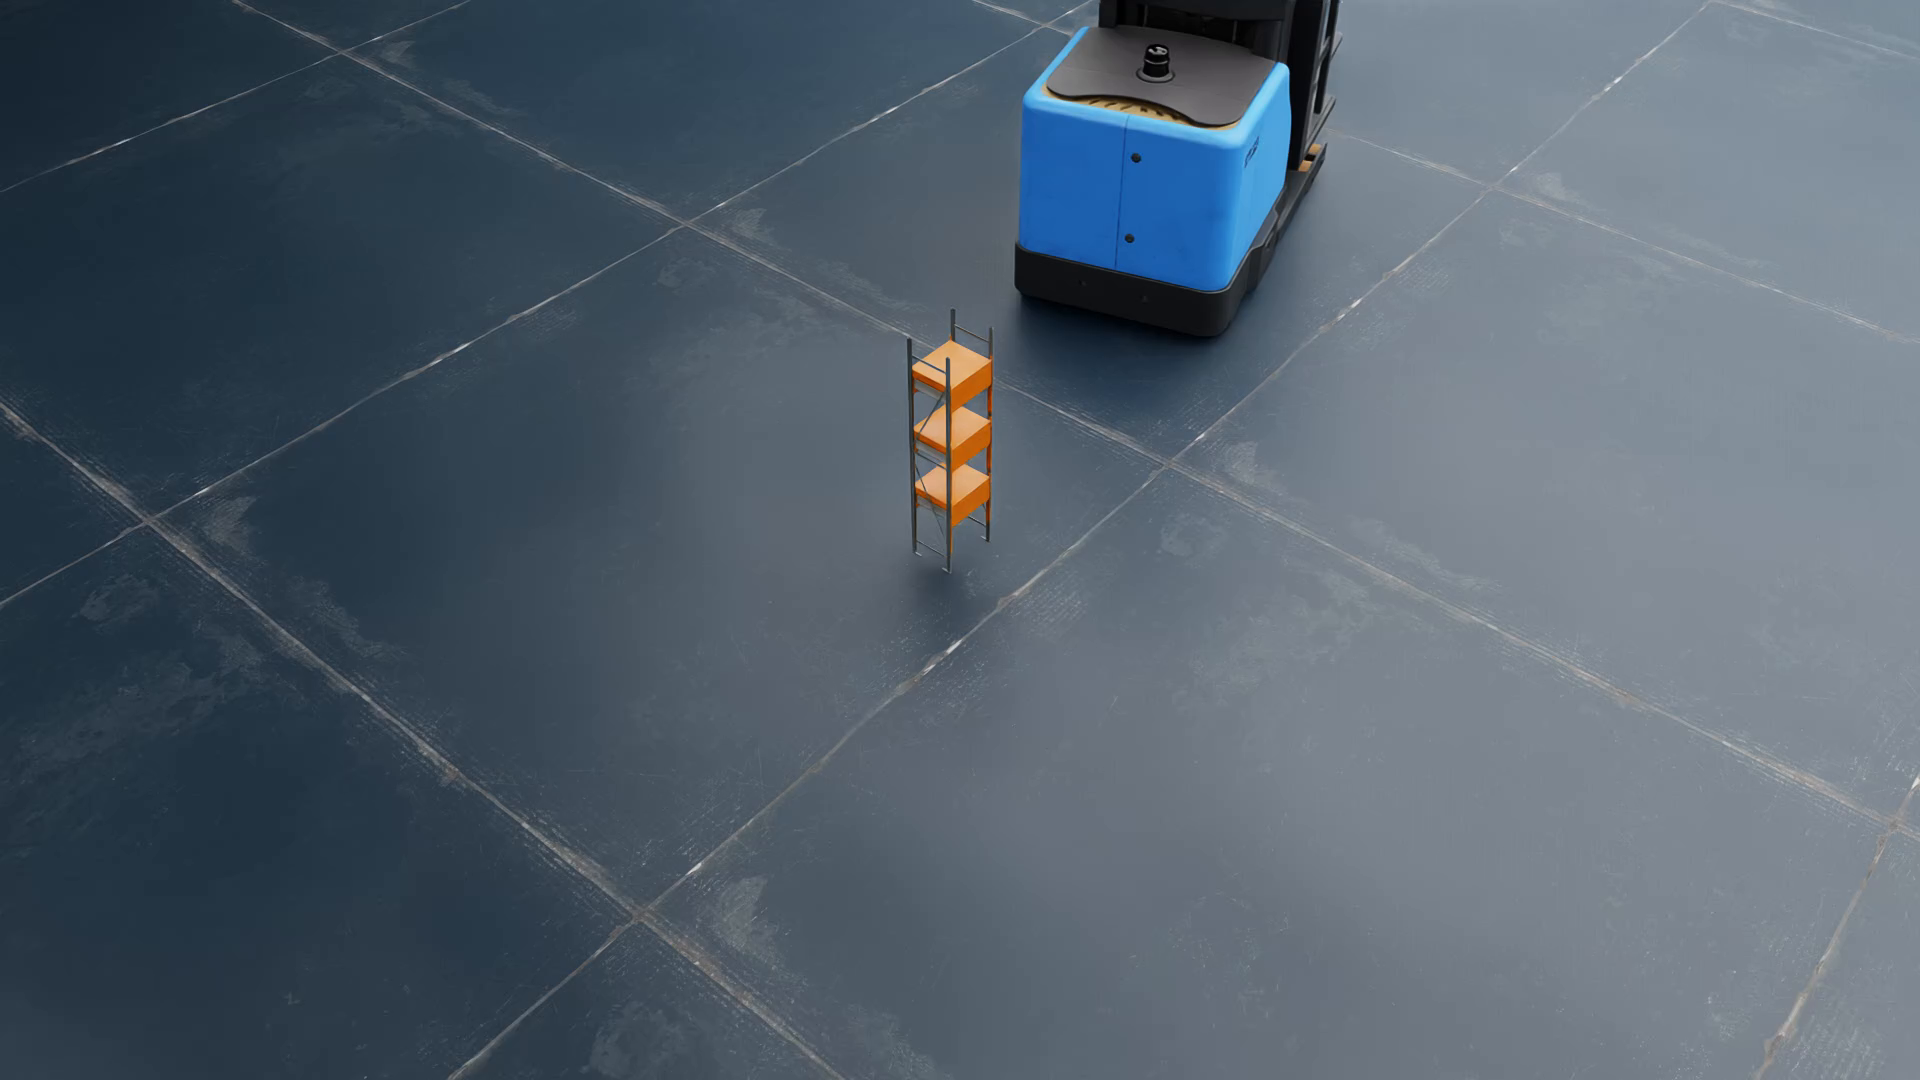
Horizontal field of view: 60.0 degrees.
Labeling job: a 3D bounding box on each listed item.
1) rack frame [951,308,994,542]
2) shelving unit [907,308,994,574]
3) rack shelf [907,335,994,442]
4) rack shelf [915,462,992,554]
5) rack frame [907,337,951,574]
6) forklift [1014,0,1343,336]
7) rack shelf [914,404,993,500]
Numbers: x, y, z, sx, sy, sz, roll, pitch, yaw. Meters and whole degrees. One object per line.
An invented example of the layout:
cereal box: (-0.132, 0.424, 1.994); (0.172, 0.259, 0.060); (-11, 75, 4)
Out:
rack frame: (0.044, -0.424, 6.436); (0.200, 1.050, 0.008); (29, 50, 28)
shelving unit: (-0.034, -0.361, 6.367); (0.215, 1.050, 0.252); (29, 50, 28)
rack shelf: (-0.034, -0.563, 6.183); (0.215, 0.259, 0.240); (29, 50, 28)
rack shelf: (-0.034, -0.147, 6.561); (0.215, 0.259, 0.240); (29, 50, 28)
rack frame: (-0.113, -0.298, 6.297); (0.200, 1.050, 0.008); (29, 50, 28)
forklift: (1.309, -3.022, 7.895); (1.130, 2.935, 3.031); (16, 45, 17)
rack shelf: (-0.034, -0.353, 6.374); (0.215, 0.259, 0.240); (29, 50, 28)
